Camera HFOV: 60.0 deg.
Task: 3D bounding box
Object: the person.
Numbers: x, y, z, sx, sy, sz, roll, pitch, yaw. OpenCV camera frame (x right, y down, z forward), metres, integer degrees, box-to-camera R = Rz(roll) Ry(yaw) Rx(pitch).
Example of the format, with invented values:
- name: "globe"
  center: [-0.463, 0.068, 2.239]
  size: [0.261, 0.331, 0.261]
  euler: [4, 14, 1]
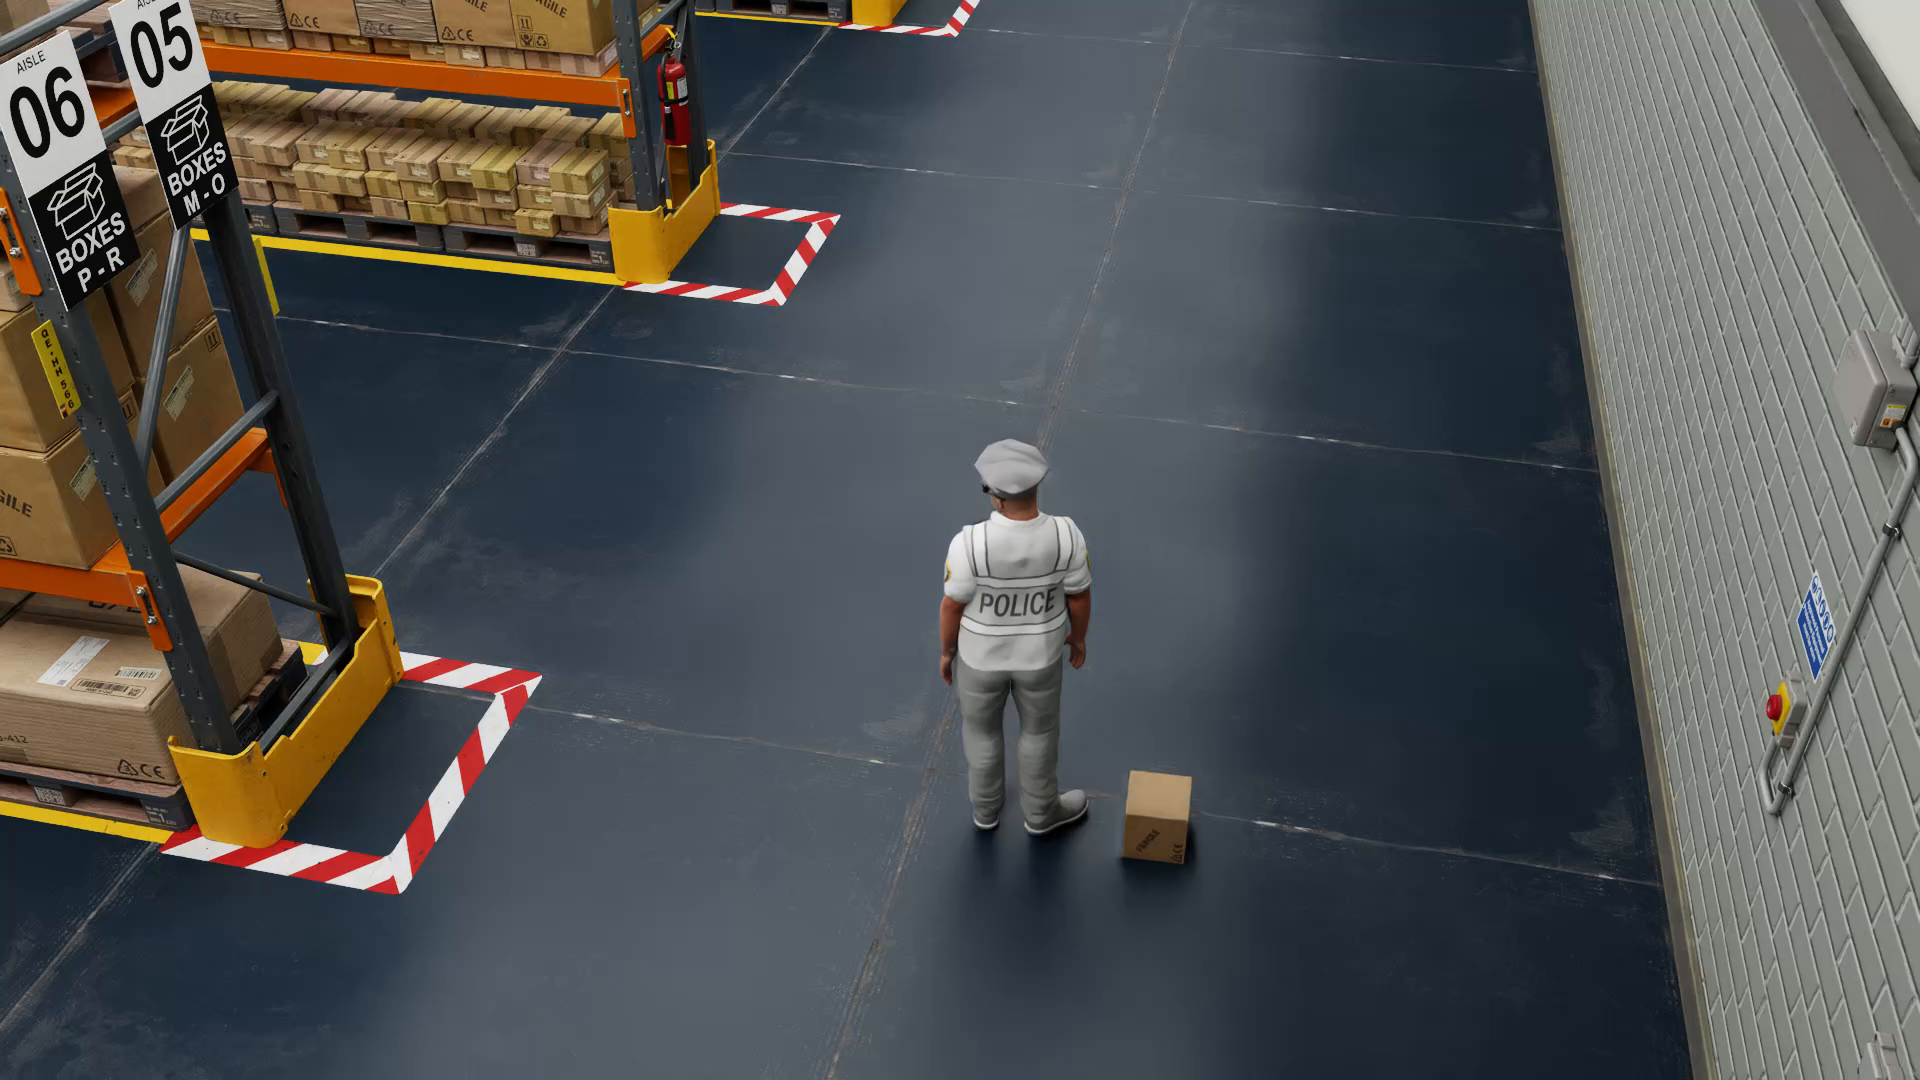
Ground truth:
- name: "person"
  center: [0.226, 0.405, 6.370]
  size: [0.615, 1.760, 0.399]
  euler: [-3, 36, -4]
